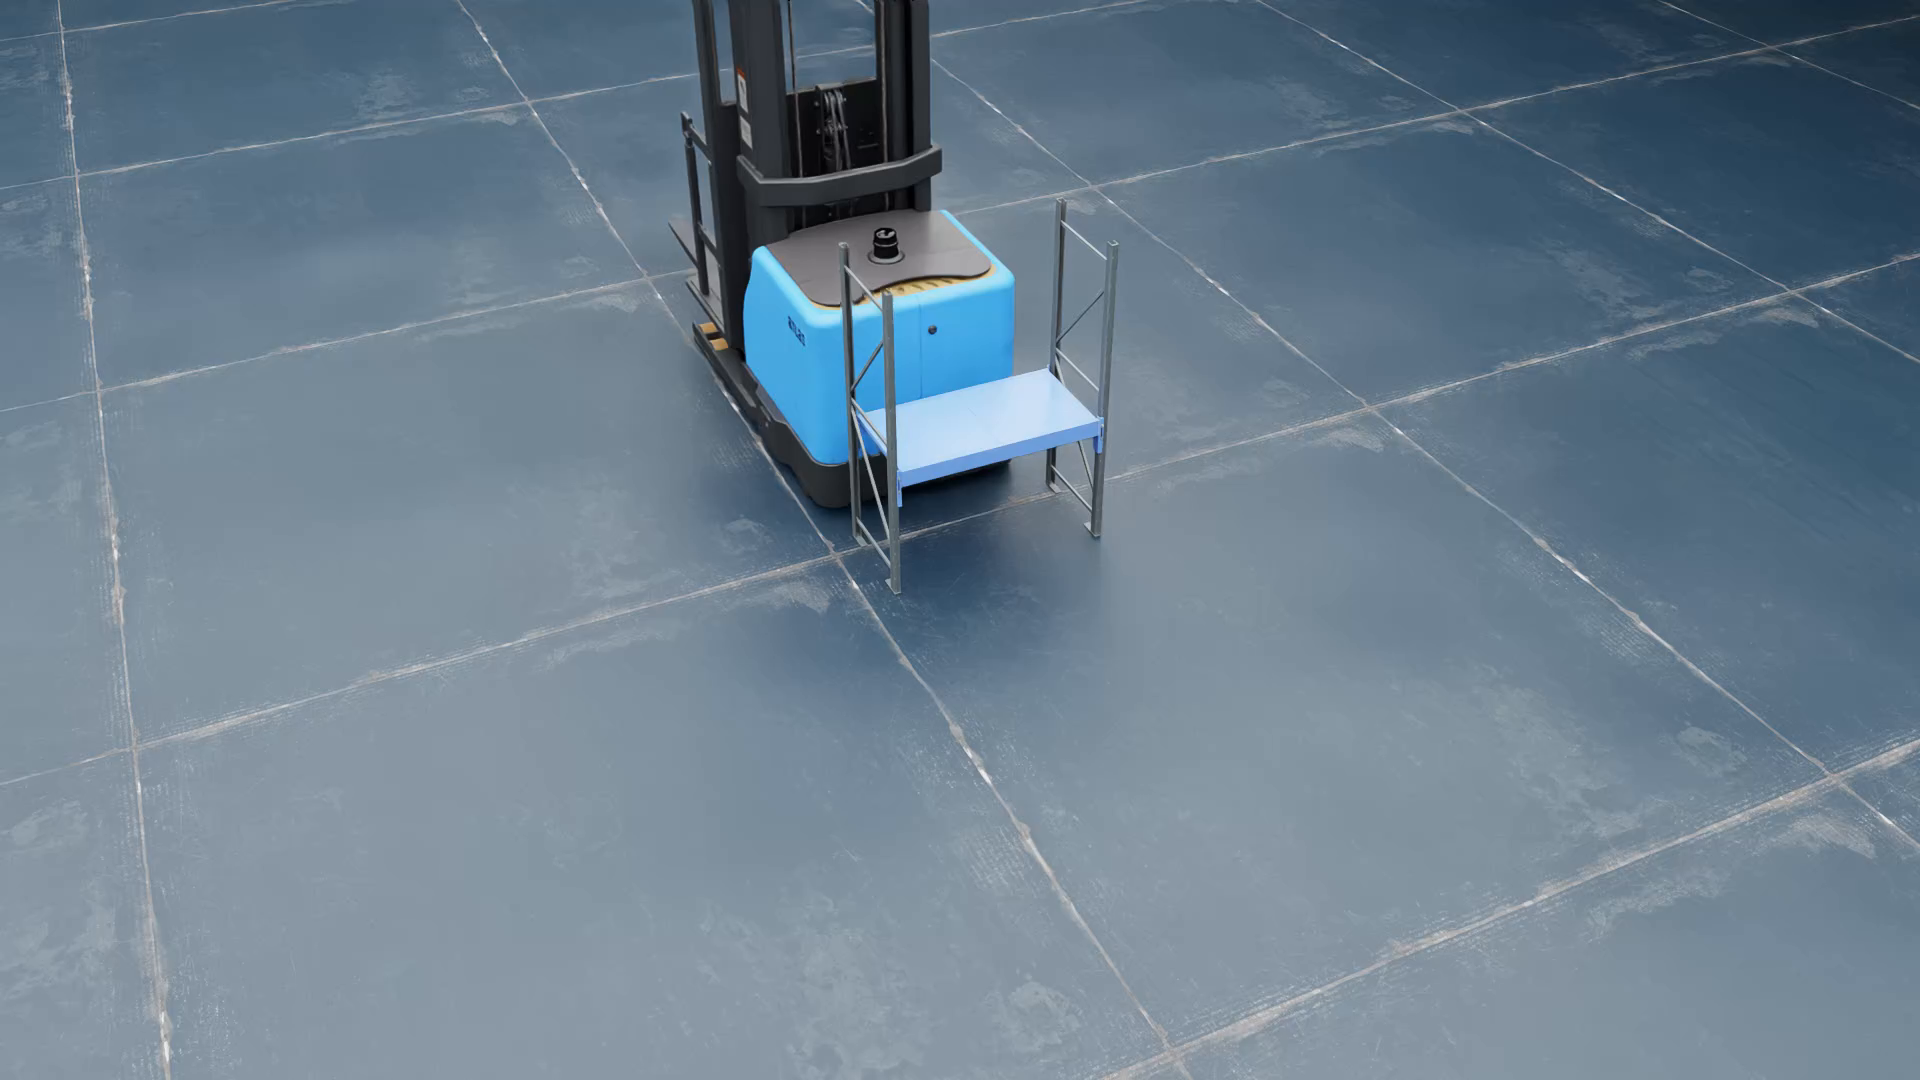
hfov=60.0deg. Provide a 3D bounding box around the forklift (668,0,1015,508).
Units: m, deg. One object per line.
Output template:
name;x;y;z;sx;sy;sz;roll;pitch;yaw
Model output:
forklift;-0.811;-2.199;8.254;1.130;2.935;3.031;-15;39;-20

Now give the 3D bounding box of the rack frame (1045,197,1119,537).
rack frame;0.537;-0.753;7.506;0.032;1.500;0.500;-16;39;-20

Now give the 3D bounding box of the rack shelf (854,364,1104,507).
rack shelf;0.077;-0.480;7.439;1.000;0.185;0.538;-16;39;-20

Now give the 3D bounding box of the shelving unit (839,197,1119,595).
shelving unit;0.077;-0.624;7.332;1.048;1.500;0.538;-16;39;-20

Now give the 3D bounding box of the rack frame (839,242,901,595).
rack frame;-0.383;-0.495;7.159;0.032;1.500;0.500;-16;39;-20
